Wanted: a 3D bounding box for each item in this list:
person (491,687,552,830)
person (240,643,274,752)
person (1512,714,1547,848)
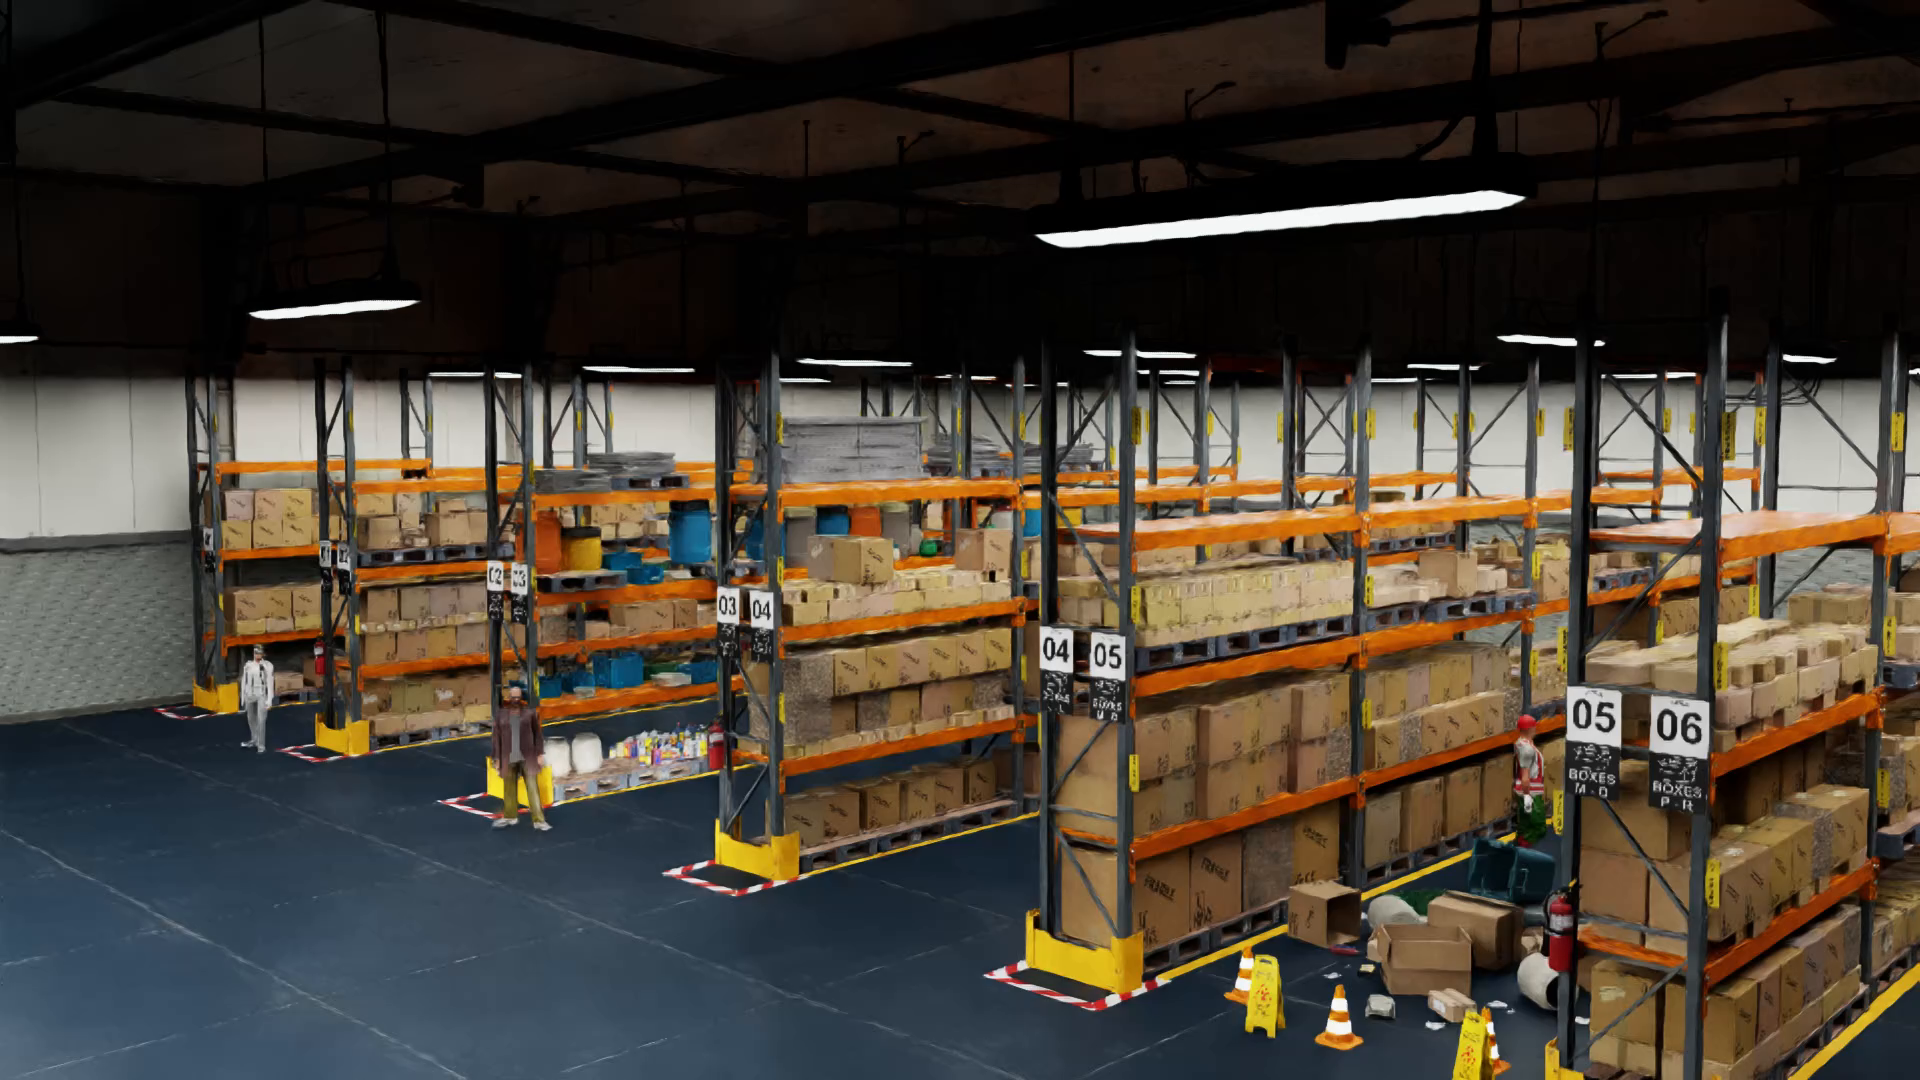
[{"bbox_3d":[-5.429,2.690,20.557,0.778,1.768,0.613,-1,4,-7],"label":"person"},{"bbox_3d":[-10.801,2.397,25.521,0.611,1.653,0.491,0,4,6],"label":"person"},{"bbox_3d":[6.320,2.846,18.589,0.443,1.786,0.594,1,5,14],"label":"person"}]
